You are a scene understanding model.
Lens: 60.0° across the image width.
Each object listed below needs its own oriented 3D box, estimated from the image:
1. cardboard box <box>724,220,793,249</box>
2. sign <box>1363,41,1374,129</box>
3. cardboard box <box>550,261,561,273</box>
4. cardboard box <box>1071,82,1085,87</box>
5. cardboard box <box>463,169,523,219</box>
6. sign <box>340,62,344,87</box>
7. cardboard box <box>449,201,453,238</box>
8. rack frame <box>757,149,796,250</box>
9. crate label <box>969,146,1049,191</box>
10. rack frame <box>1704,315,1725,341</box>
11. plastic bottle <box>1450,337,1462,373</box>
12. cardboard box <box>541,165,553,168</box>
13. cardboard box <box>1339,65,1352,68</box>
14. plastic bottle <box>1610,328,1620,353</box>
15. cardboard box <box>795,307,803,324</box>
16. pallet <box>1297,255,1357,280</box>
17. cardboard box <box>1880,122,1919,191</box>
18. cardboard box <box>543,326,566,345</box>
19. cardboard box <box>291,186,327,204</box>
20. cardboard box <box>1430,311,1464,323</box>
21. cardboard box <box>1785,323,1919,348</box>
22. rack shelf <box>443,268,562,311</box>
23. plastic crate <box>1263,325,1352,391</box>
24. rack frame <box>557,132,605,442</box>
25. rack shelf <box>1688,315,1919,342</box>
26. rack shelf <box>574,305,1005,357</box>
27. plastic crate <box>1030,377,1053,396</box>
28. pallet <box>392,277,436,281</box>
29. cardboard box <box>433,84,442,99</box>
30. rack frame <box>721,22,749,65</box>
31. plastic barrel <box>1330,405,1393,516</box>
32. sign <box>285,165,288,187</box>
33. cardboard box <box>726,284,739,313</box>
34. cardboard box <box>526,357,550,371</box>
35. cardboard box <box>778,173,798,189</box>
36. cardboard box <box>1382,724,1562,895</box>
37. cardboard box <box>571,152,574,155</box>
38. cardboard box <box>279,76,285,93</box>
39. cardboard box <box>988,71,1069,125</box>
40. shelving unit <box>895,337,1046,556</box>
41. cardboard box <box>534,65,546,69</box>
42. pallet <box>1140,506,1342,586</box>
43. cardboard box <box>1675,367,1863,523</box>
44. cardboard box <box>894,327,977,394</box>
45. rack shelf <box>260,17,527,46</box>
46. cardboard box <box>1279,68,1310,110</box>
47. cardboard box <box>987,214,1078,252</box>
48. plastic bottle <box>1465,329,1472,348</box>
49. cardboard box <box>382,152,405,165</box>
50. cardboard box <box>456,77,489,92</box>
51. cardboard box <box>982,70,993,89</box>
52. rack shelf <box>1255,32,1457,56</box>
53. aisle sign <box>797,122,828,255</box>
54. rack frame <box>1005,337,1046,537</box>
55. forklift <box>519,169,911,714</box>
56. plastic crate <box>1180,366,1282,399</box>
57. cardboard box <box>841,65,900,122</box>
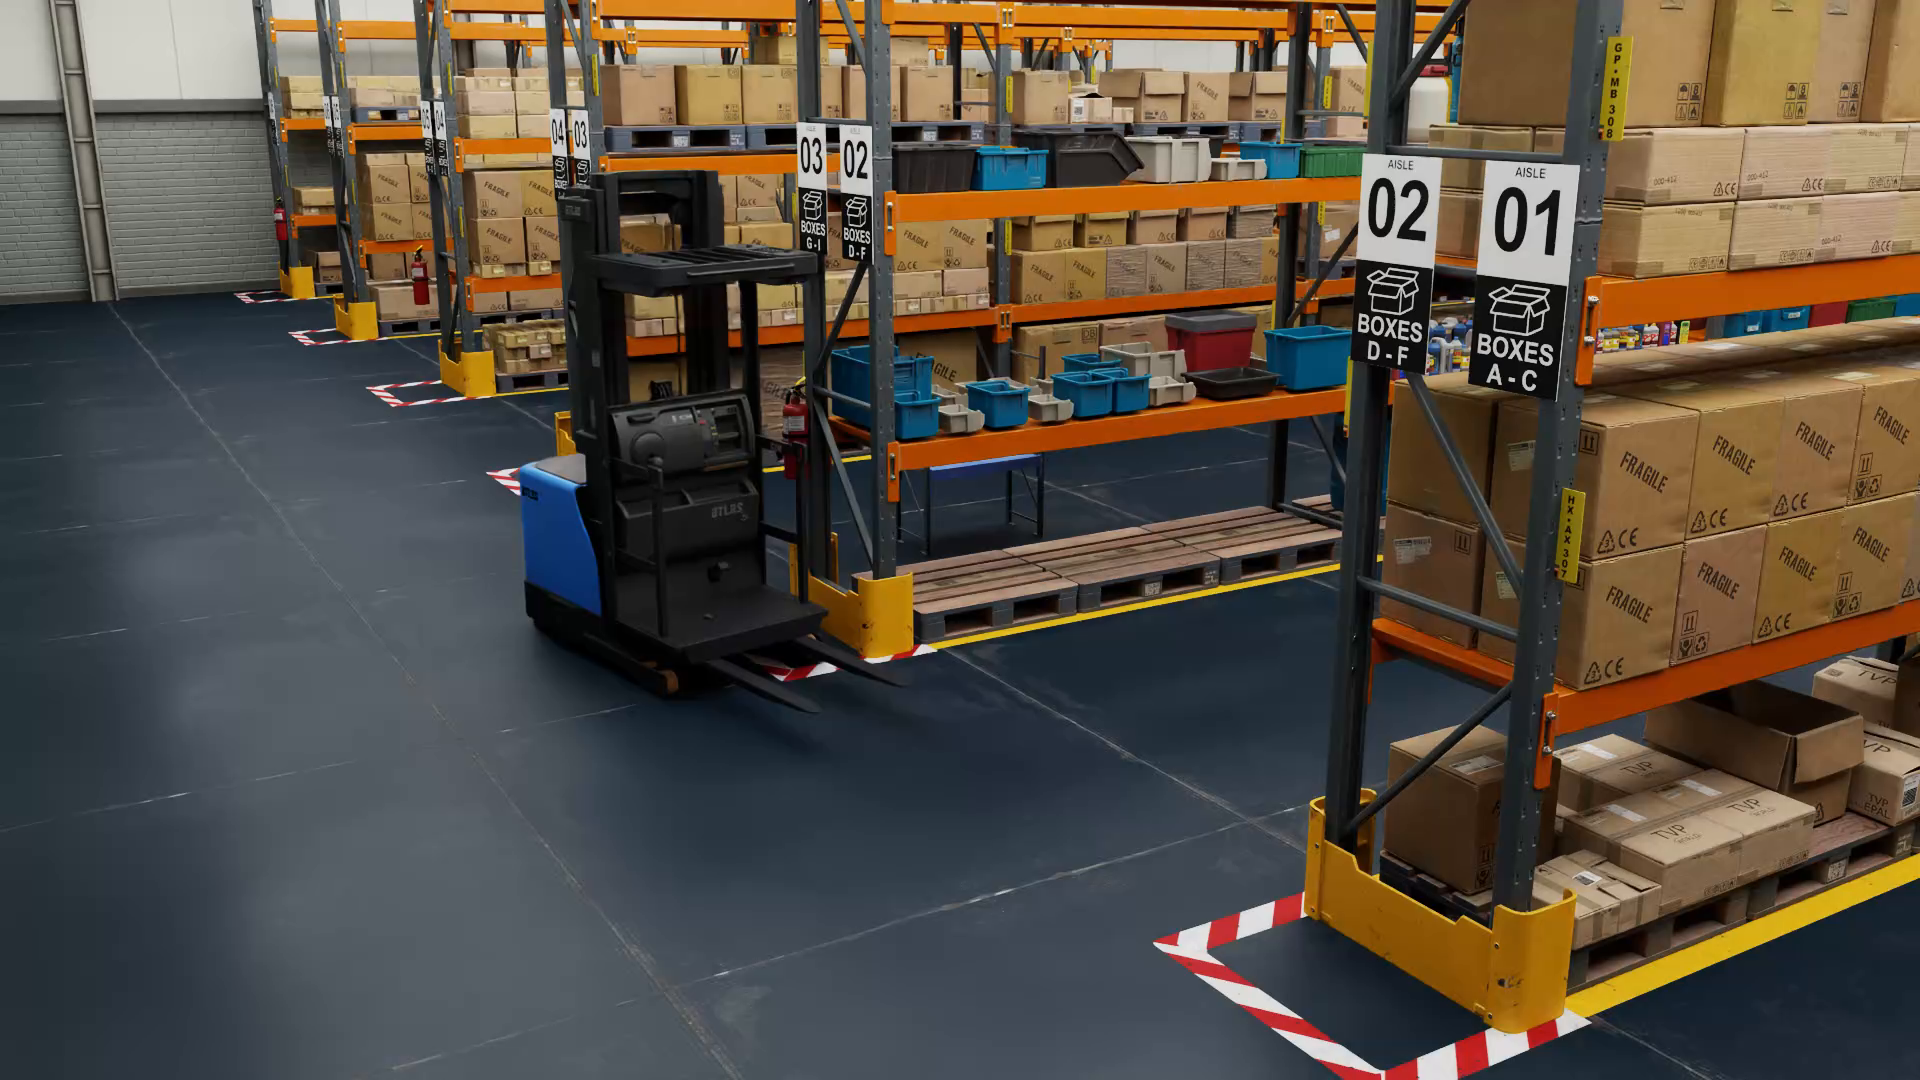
[{"bbox_3d":[-1.834,-2.596,14.950,0.500,0.500,0.500,-10,18,-31],"label":"cardboard box"},{"bbox_3d":[1.576,-1.726,6.312,0.005,0.325,0.100,-9,18,-30],"label":"sign"},{"bbox_3d":[-4.668,-3.164,19.106,0.250,0.149,0.380,-8,18,-27],"label":"cardboard box"},{"bbox_3d":[2.088,-7.779,28.535,0.250,0.149,0.380,-9,18,-29],"label":"cardboard box"},{"bbox_3d":[-5.200,-3.852,18.505,0.500,0.500,0.500,-9,18,-30],"label":"cardboard box"},{"bbox_3d":[-8.077,-6.084,21.731,0.005,0.325,0.100,-9,18,-30],"label":"sign"},{"bbox_3d":[-6.934,-4.501,23.225,0.500,0.500,0.500,-9,18,-30],"label":"cardboard box"},{"bbox_3d":[-2.293,-3.734,20.674,0.127,3.000,1.000,-9,18,-30],"label":"rack frame"},{"bbox_3d":[0.254,-2.297,10.264,0.502,0.251,0.408,-9,18,-30],"label":"crate label"},{"bbox_3d":[6.154,-1.983,14.426,0.127,3.000,1.000,-9,18,-30],"label":"rack frame"},{"bbox_3d":[3.746,-1.402,12.591,0.097,0.271,0.097,0,16,0],"label":"plastic bottle"},{"bbox_3d":[-4.582,-4.117,19.451,0.500,0.500,0.500,-8,18,-27],"label":"cardboard box"},{"bbox_3d":[5.487,-6.847,24.245,0.250,0.149,0.380,-9,18,-30],"label":"cardboard box"},{"bbox_3d":[5.304,-1.621,13.502,0.097,0.201,0.097,0,16,0],"label":"plastic bottle"},{"bbox_3d":[-1.462,-2.083,15.248,0.250,0.149,0.380,-10,18,-31],"label":"cardboard box"},{"bbox_3d":[4.160,-3.160,18.981,1.003,0.211,1.213,-9,18,-30],"label":"pallet"},{"bbox_3d":[3.707,-1.556,6.696,0.500,0.250,0.500,-9,18,-30],"label":"cardboard box"},{"bbox_3d":[-4.641,-2.360,19.173,0.250,0.149,0.380,-9,18,-30],"label":"cardboard box"},{"bbox_3d":[-10.659,-5.654,27.248,0.500,0.250,0.500,-9,18,-28],"label":"cardboard box"},{"bbox_3d":[5.597,-2.473,19.990,0.500,0.500,0.700,-11,19,-34],"label":"cardboard box"},{"bbox_3d":[4.283,-0.737,7.946,0.500,0.500,0.500,-10,18,-31],"label":"cardboard box"},{"bbox_3d":[-4.007,-3.110,19.779,4.000,0.370,1.077,-9,18,-30],"label":"rack shelf"},{"bbox_3d":[2.501,-1.304,11.923,0.575,0.384,0.392,-9,18,-30],"label":"plastic crate"},{"bbox_3d":[-3.254,-2.017,14.546,0.127,3.000,1.000,-9,18,-30],"label":"rack frame"},{"bbox_3d":[7.869,-1.914,15.514,4.000,0.370,1.077,-9,18,-30],"label":"rack shelf"},{"bbox_3d":[-1.539,-1.948,15.635,4.000,0.370,1.077,-9,18,-30],"label":"rack shelf"},{"bbox_3d":[0.629,-1.055,11.492,0.250,0.136,0.298,-9,18,-30],"label":"plastic crate"},{"bbox_3d":[-9.124,-4.405,28.232,1.213,0.211,1.003,-9,18,-30],"label":"pallet"},{"bbox_3d":[-7.049,-6.158,22.964,0.500,0.311,0.500,-9,18,-29],"label":"cardboard box"},{"bbox_3d":[-4.060,-9.458,29.978,0.127,3.000,1.000,-9,18,-30],"label":"rack frame"},{"bbox_3d":[3.201,-0.690,12.924,0.708,0.901,0.600,-9,18,-30],"label":"plastic barrel"},{"bbox_3d":[-10.637,-5.749,26.256,0.005,0.325,0.100,-9,18,-30],"label":"sign"},{"bbox_3d":[-2.261,-2.166,14.805,0.500,0.250,0.500,-9,18,-30],"label":"cardboard box"},{"bbox_3d":[-4.925,-2.062,19.212,0.250,0.149,0.380,-9,18,-30],"label":"cardboard box"},{"bbox_3d":[-2.673,-5.678,25.570,0.500,0.500,0.500,-9,18,-30],"label":"cardboard box"},{"bbox_3d":[2.184,1.135,7.119,0.500,0.500,0.500,-9,18,-30],"label":"cardboard box"},{"bbox_3d":[-5.530,-5.547,23.901,0.250,0.149,0.380,-9,18,-30],"label":"cardboard box"},{"bbox_3d":[-10.680,-7.340,26.780,0.500,0.250,0.500,-10,18,-31],"label":"cardboard box"},{"bbox_3d":[0.667,-4.350,16.351,0.500,0.500,0.700,-9,18,-28],"label":"cardboard box"},{"bbox_3d":[0.073,-0.734,12.750,1.048,1.500,0.538,-9,18,-30],"label":"shelving unit"},{"bbox_3d":[-7.050,-7.891,28.129,0.258,0.266,0.396,-9,18,-30],"label":"cardboard box"},{"bbox_3d":[2.115,0.027,12.422,1.213,0.211,1.003,-9,18,-30],"label":"pallet"},{"bbox_3d":[3.236,-0.397,6.732,0.500,0.500,0.500,-9,18,-29],"label":"cardboard box"},{"bbox_3d":[-0.432,-1.679,16.499,0.875,0.875,0.875,-9,18,-30],"label":"cardboard box"},{"bbox_3d":[-9.203,-8.276,27.101,4.000,0.370,1.077,-9,18,-30],"label":"rack shelf"},{"bbox_3d":[3.884,-4.986,18.471,0.500,0.500,0.500,-9,18,-28],"label":"cardboard box"},{"bbox_3d":[0.718,-3.194,16.705,0.637,0.503,0.797,-10,18,-31],"label":"cardboard box"},{"bbox_3d":[4.034,-1.507,12.959,0.135,0.276,0.152,-9,18,-30],"label":"plastic bottle"},{"bbox_3d":[-7.723,-5.190,22.626,0.250,0.149,0.380,-9,18,-28],"label":"cardboard box"},{"bbox_3d":[-5.327,-4.975,18.157,0.250,0.149,0.380,-9,18,-30],"label":"cardboard box"},{"bbox_3d":[0.491,-5.960,21.454,0.258,0.266,0.396,-9,18,-30],"label":"cardboard box"},{"bbox_3d":[6.279,-7.474,24.974,4.000,0.370,1.077,-9,18,-30],"label":"rack shelf"},{"bbox_3d":[-0.916,-2.180,10.314,0.004,0.787,0.394,-9,18,-30],"label":"aisle sign"},{"bbox_3d":[0.509,-0.805,13.002,0.032,1.500,0.500,-9,18,-30],"label":"rack frame"},{"bbox_3d":[-1.507,-0.649,9.793,1.130,2.935,3.031,-13,20,-39],"label":"forklift"},{"bbox_3d":[1.905,-1.105,11.694,0.590,0.125,0.437,-9,18,-30],"label":"plastic crate"},{"bbox_3d":[-0.928,-4.119,15.341,0.500,0.500,0.700,-8,18,-27],"label":"cardboard box"}]
